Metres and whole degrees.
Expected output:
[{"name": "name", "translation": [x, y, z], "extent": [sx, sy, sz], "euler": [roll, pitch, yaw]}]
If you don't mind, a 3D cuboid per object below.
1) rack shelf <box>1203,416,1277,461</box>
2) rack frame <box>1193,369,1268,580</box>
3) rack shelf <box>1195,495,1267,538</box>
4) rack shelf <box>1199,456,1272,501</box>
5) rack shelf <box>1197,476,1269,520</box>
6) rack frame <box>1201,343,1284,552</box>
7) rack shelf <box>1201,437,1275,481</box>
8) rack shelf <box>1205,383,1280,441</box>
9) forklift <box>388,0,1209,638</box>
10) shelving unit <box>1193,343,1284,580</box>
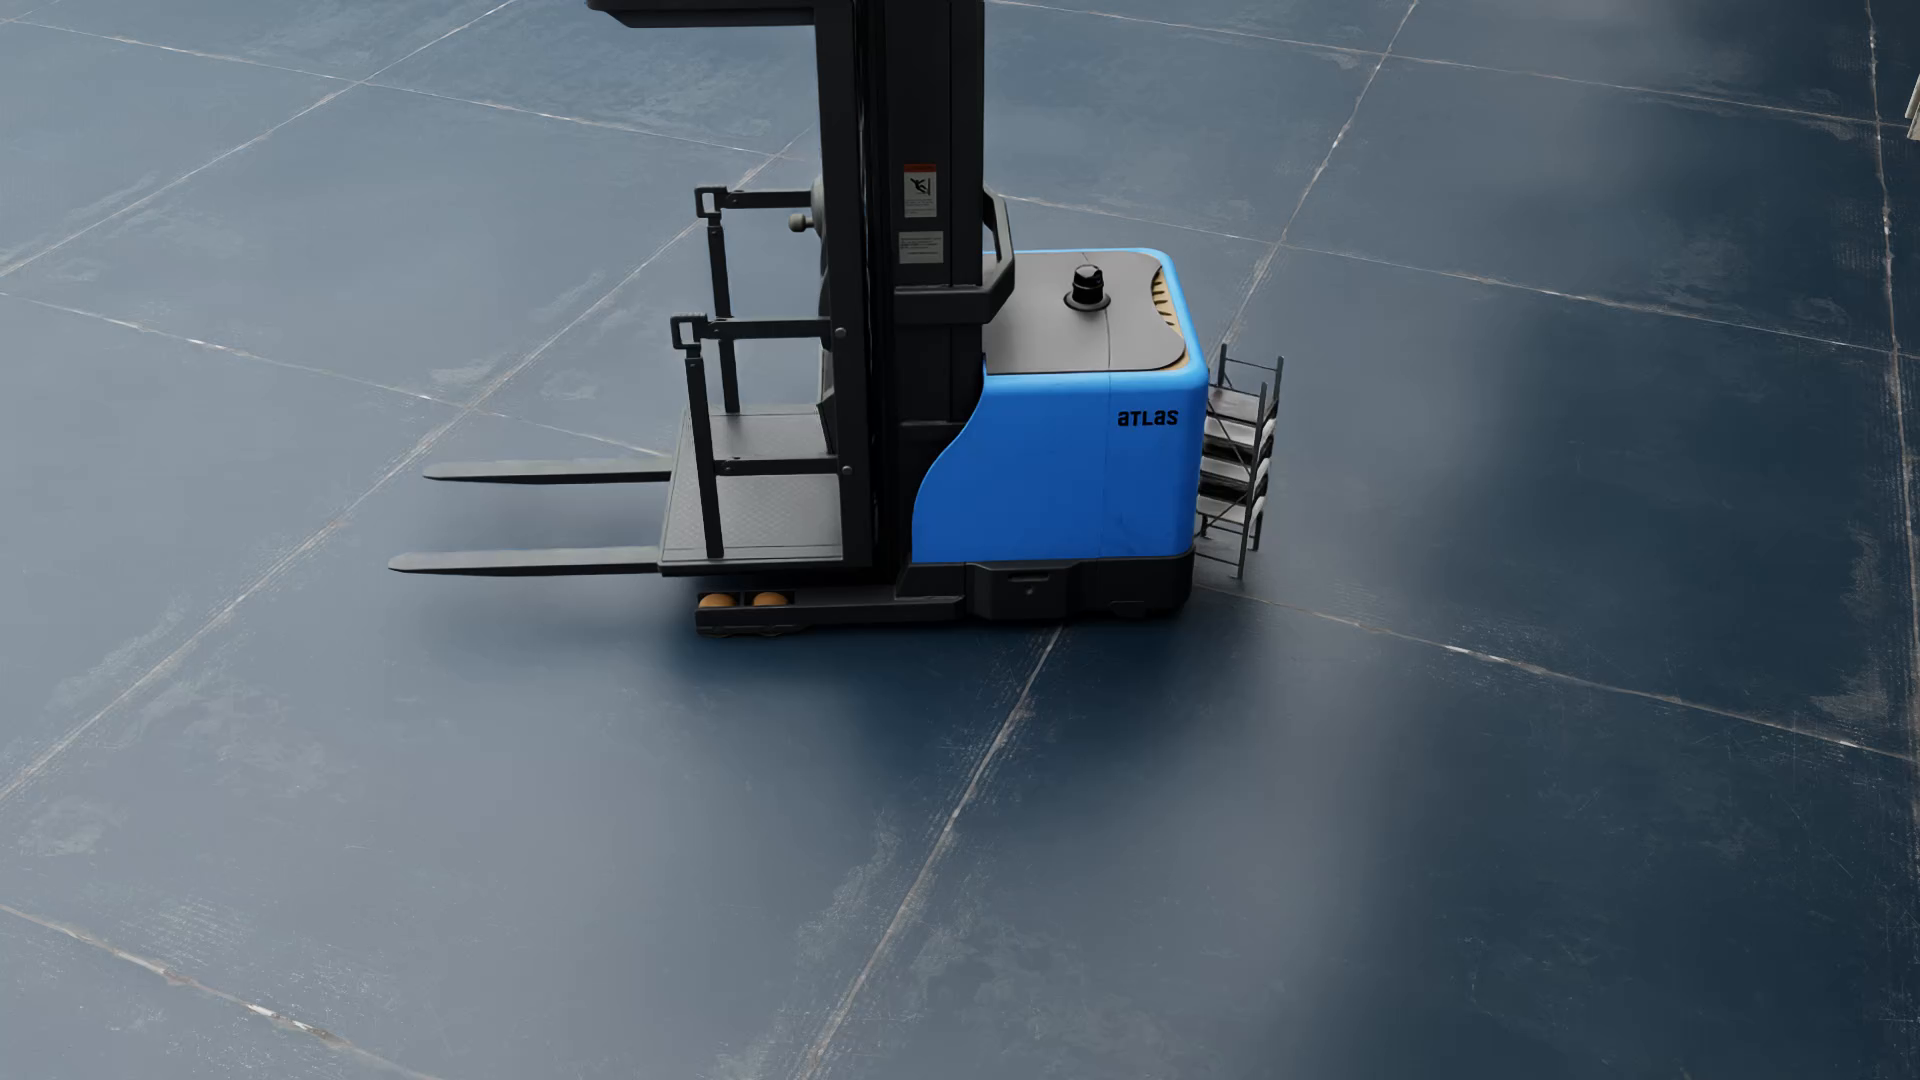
[{"name": "rack shelf", "translation": [1.046, -0.409, 6.301], "extent": [0.258, 0.077, 0.200], "euler": [16, 40, 20]}, {"name": "rack frame", "translation": [1.002, -0.237, 6.315], "extent": [0.240, 0.900, 0.006], "euler": [16, 40, 20]}, {"name": "rack shelf", "translation": [1.046, -0.121, 6.517], "extent": [0.258, 0.077, 0.200], "euler": [16, 40, 20]}, {"name": "rack shelf", "translation": [1.046, -0.265, 6.409], "extent": [0.258, 0.077, 0.200], "euler": [16, 40, 20]}, {"name": "rack shelf", "translation": [1.046, -0.193, 6.463], "extent": [0.258, 0.077, 0.200], "euler": [16, 40, 20]}, {"name": "rack frame", "translation": [1.090, -0.347, 6.462], "extent": [0.240, 0.900, 0.006], "euler": [16, 40, 20]}, {"name": "rack shelf", "translation": [1.046, -0.337, 6.355], "extent": [0.258, 0.077, 0.200], "euler": [16, 40, 20]}, {"name": "rack shelf", "translation": [1.046, -0.481, 6.247], "extent": [0.258, 0.077, 0.200], "euler": [16, 40, 20]}, {"name": "forklift", "translation": [-0.651, -1.132, 5.816], "extent": [3.031, 2.935, 1.130], "euler": [-2, 37, -2]}, {"name": "shelving unit", "translation": [1.046, -0.292, 6.389], "extent": [0.258, 0.900, 0.210], "euler": [16, 40, 20]}]
